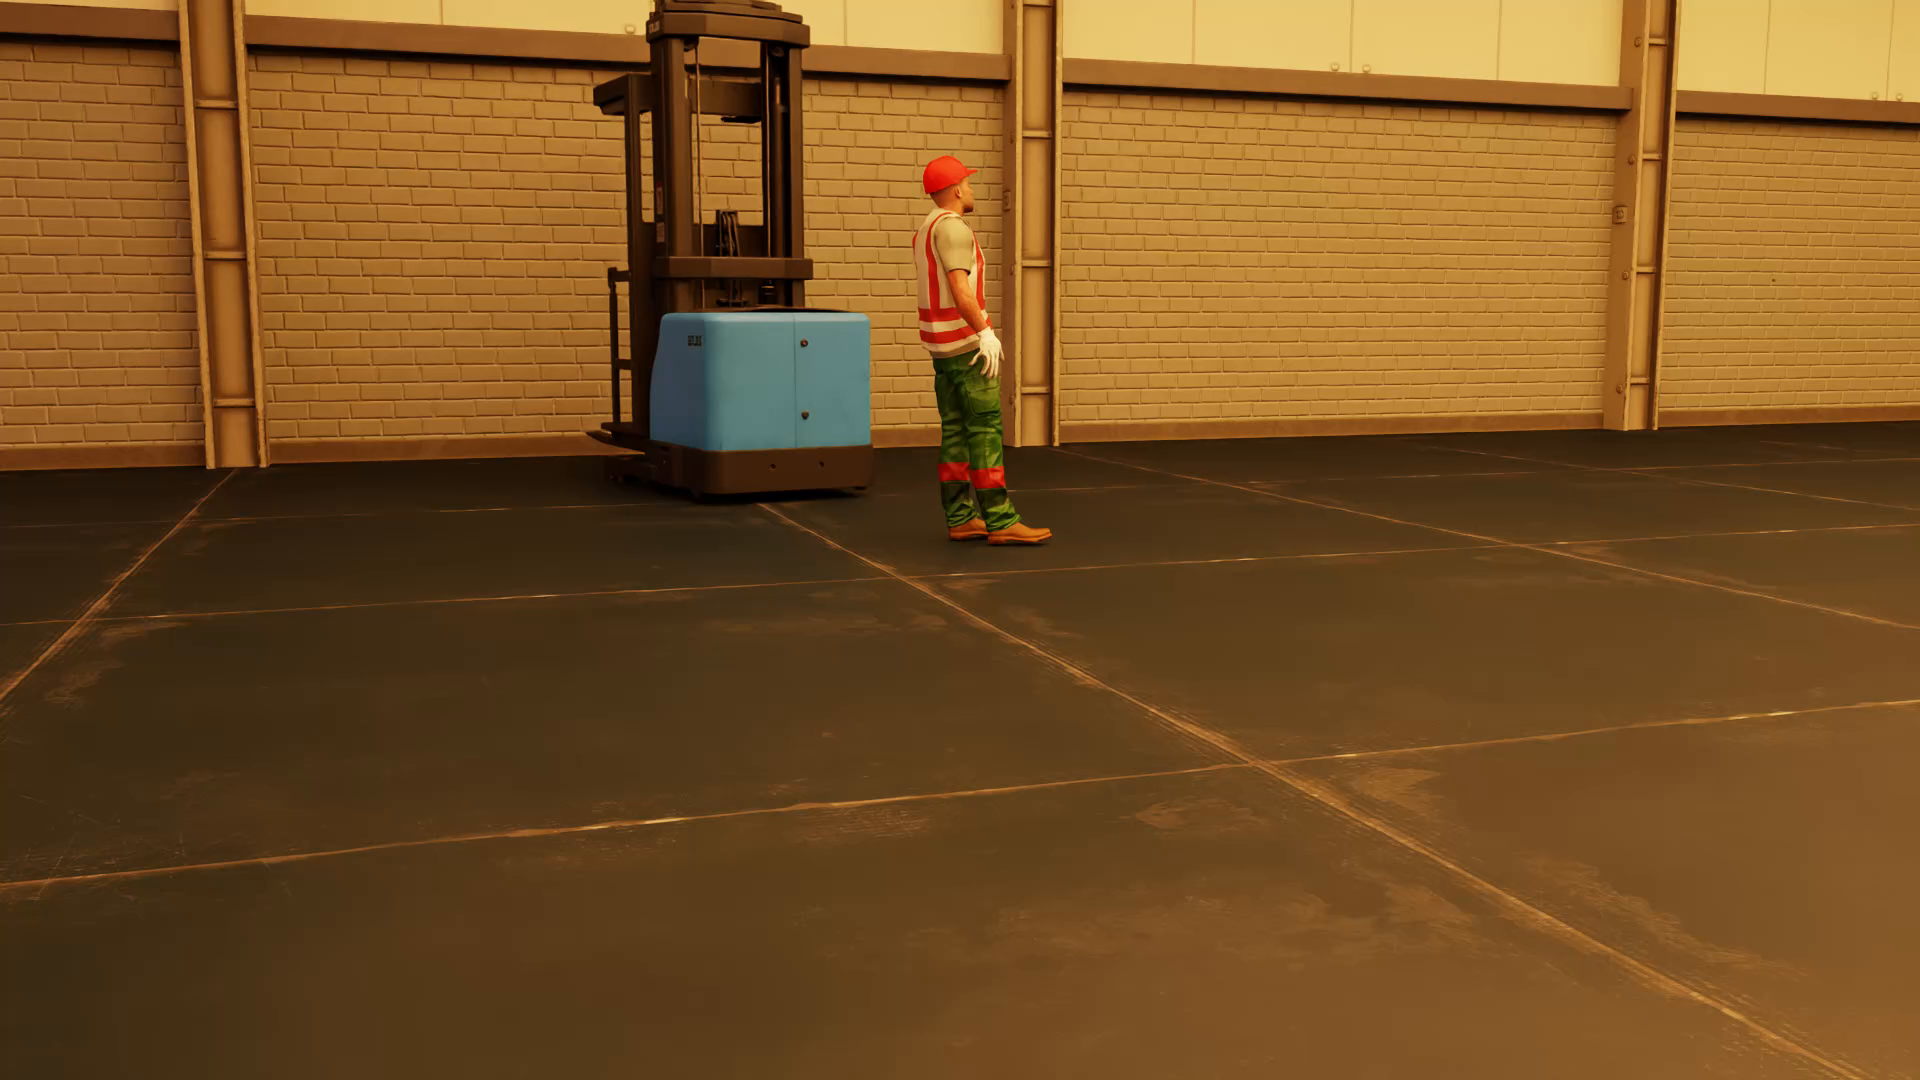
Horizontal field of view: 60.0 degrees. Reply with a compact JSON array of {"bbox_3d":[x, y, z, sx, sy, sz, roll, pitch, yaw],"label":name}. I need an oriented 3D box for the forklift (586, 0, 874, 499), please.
[{"bbox_3d":[-1.657,-1.844,10.606,1.130,2.935,3.031,-4,9,-29],"label":"forklift"}]

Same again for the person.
[{"bbox_3d":[0.080,-0.895,7.816,0.564,1.787,0.638,-3,8,-18],"label":"person"}]
